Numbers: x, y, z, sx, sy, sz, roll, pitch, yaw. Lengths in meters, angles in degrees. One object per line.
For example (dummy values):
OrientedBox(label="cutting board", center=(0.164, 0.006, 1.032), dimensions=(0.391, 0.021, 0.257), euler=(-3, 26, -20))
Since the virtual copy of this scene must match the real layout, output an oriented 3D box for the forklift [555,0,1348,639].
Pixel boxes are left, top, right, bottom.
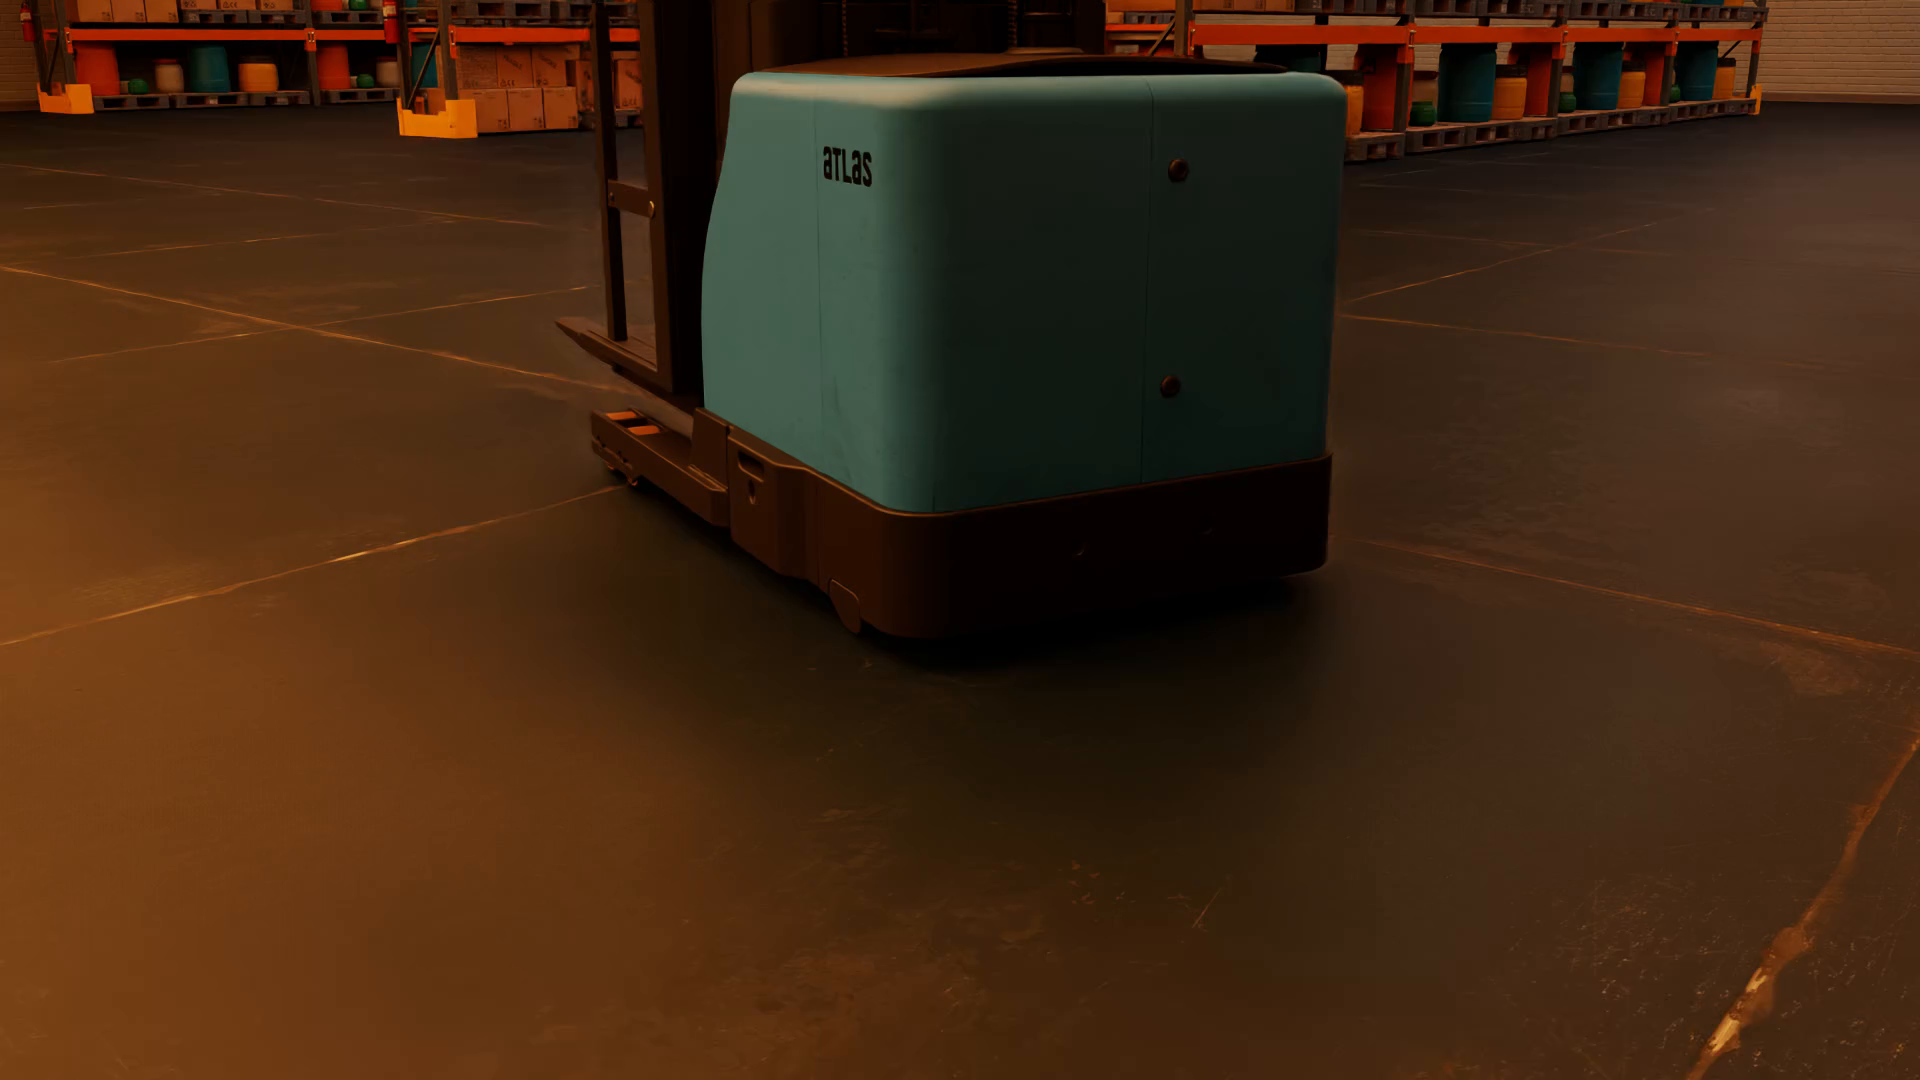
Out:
OrientedBox(label="forklift", center=(-0.359, -1.597, 4.157), dimensions=(1.130, 2.935, 3.031), euler=(-9, 19, -27))
